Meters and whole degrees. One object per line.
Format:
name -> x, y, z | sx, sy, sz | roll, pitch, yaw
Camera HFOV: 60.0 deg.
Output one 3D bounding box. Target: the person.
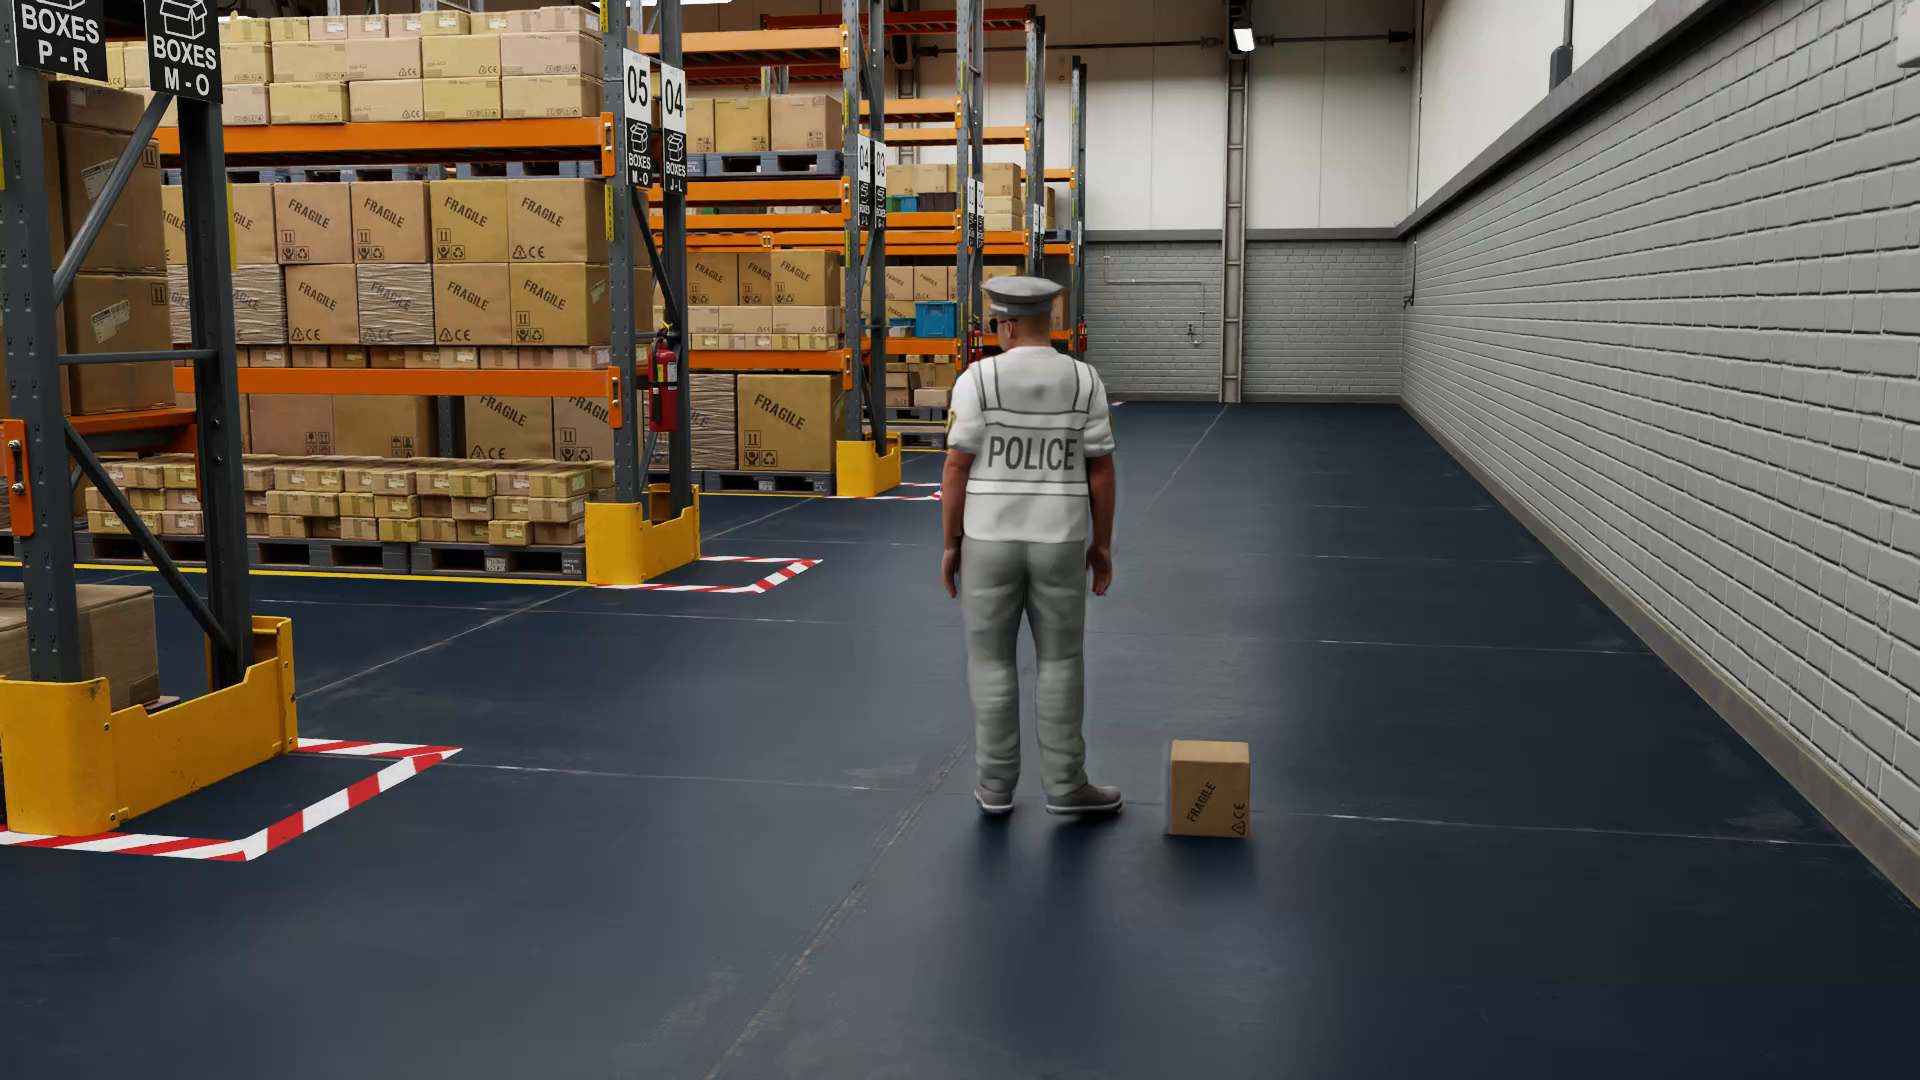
person -> 0.241, 0.023, 5.449 | 0.615, 1.760, 0.399 | -1, 8, -6
